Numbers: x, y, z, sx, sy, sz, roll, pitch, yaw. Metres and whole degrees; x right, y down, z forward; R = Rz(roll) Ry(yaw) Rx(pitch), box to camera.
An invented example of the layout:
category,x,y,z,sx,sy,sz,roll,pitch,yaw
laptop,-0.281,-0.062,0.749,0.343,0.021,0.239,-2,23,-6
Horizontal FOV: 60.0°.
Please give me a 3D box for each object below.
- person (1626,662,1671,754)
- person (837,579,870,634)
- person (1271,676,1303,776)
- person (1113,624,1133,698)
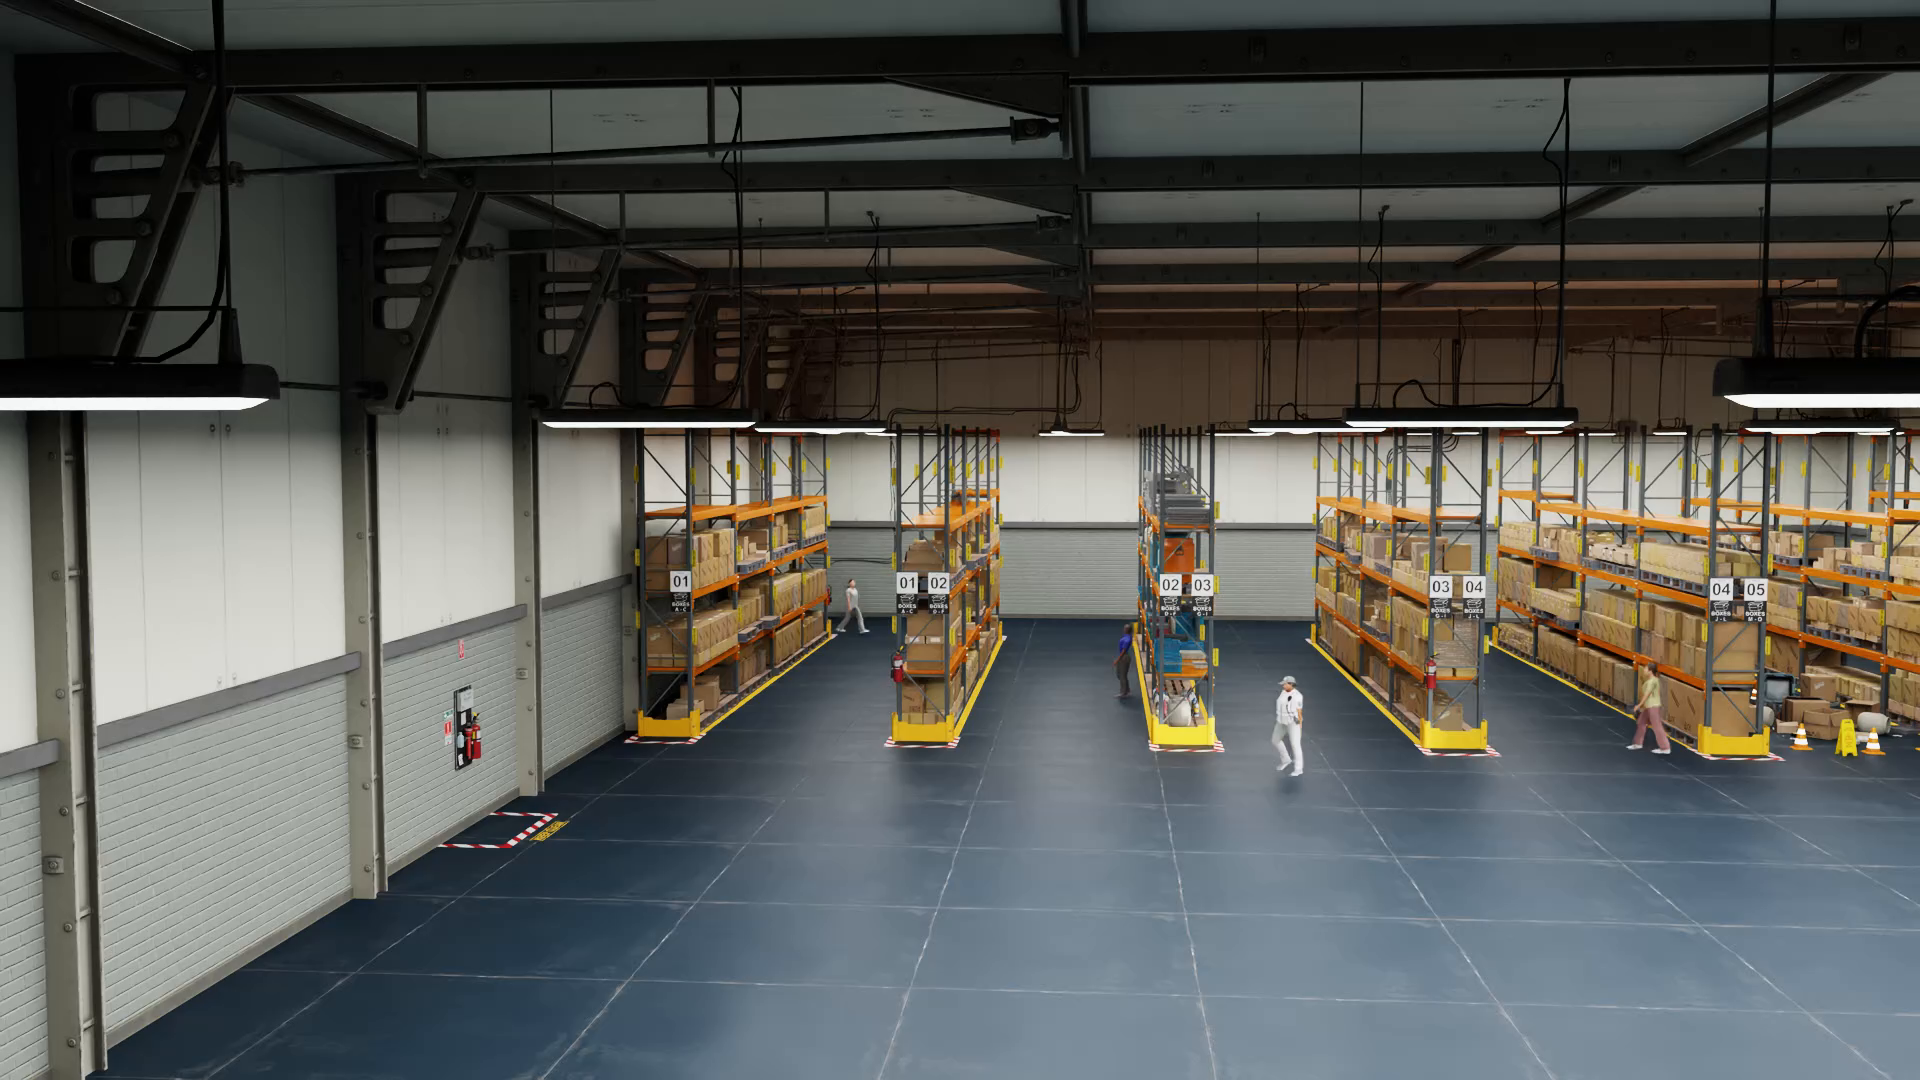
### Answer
category,x,y,z,sx,sy,sz,roll,pitch,yaw
person,12.532,3.050,30.261,0.825,1.654,0.544,3,4,37
person,-3.140,1.953,48.781,1.036,1.618,0.552,2,4,28
person,5.612,3.154,28.406,0.427,1.683,0.595,-2,4,-34
person,3.591,2.681,36.827,0.460,1.681,0.563,0,3,-1
